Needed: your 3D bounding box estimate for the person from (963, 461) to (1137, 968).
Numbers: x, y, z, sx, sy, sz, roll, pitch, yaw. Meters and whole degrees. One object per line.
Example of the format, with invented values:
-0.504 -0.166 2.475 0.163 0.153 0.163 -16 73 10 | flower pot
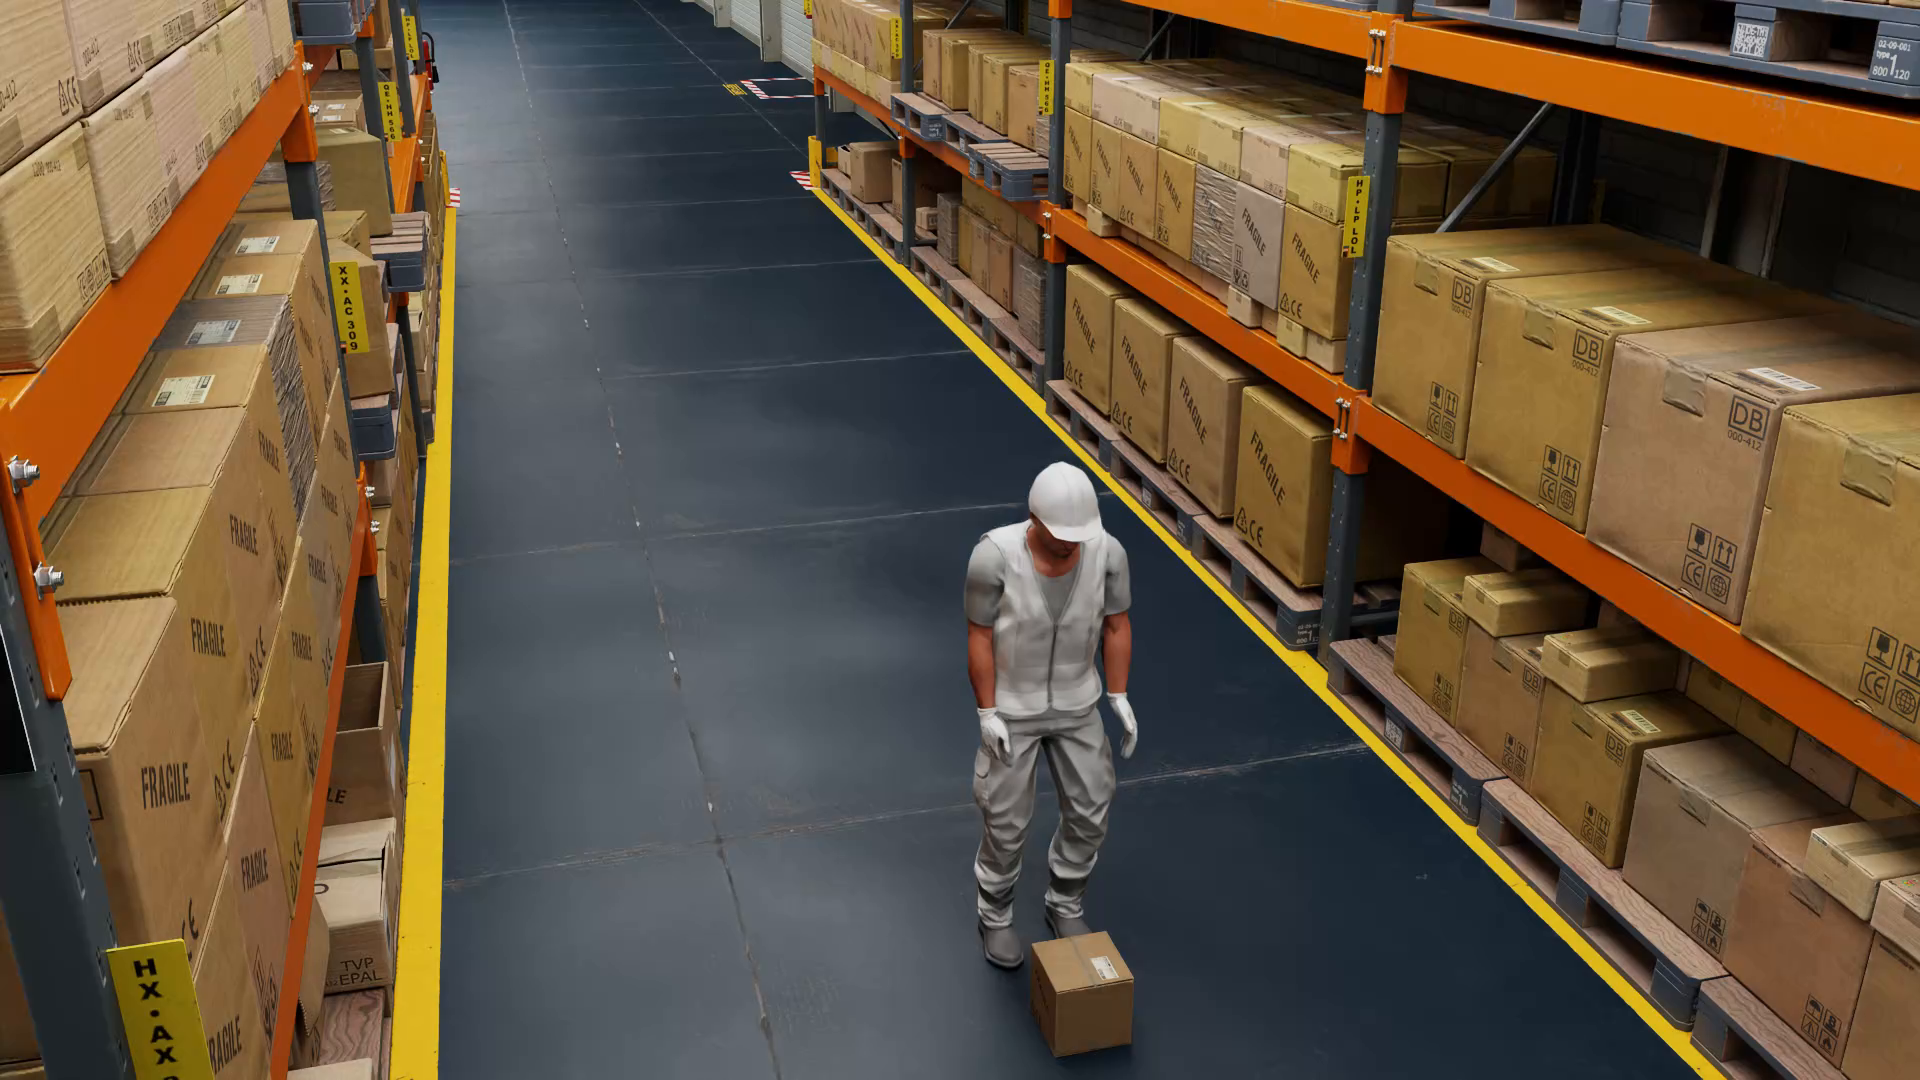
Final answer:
0.289 0.554 5.301 0.541 1.744 0.443 -6 23 -13 | person
